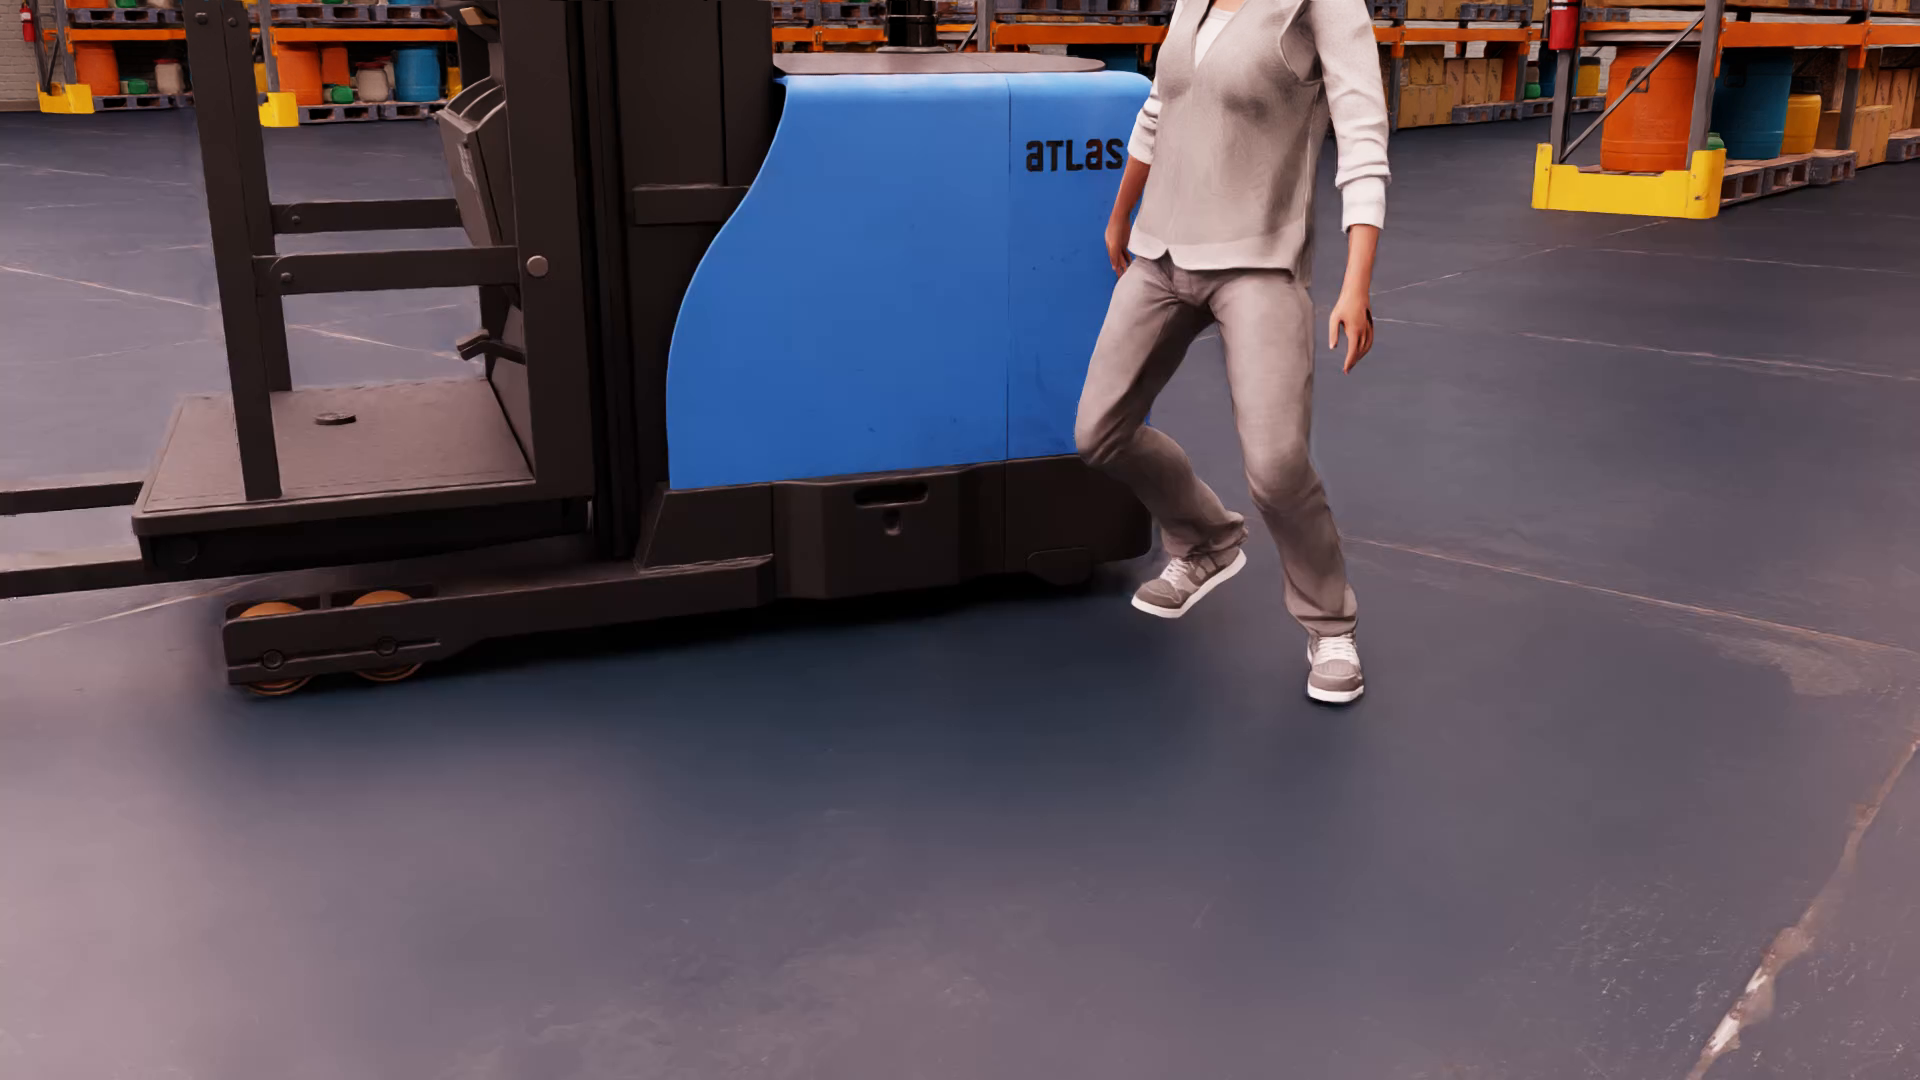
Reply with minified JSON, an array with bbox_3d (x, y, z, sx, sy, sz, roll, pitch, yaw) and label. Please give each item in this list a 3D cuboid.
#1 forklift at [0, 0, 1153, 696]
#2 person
[{"bbox_3d":[-1.154,-1.293,3.157,3.031,2.935,1.130,-6,18,-19],"label":"forklift"},{"bbox_3d":[0.491,-0.509,3.023,0.434,1.523,0.740,-12,21,-35],"label":"person"}]
